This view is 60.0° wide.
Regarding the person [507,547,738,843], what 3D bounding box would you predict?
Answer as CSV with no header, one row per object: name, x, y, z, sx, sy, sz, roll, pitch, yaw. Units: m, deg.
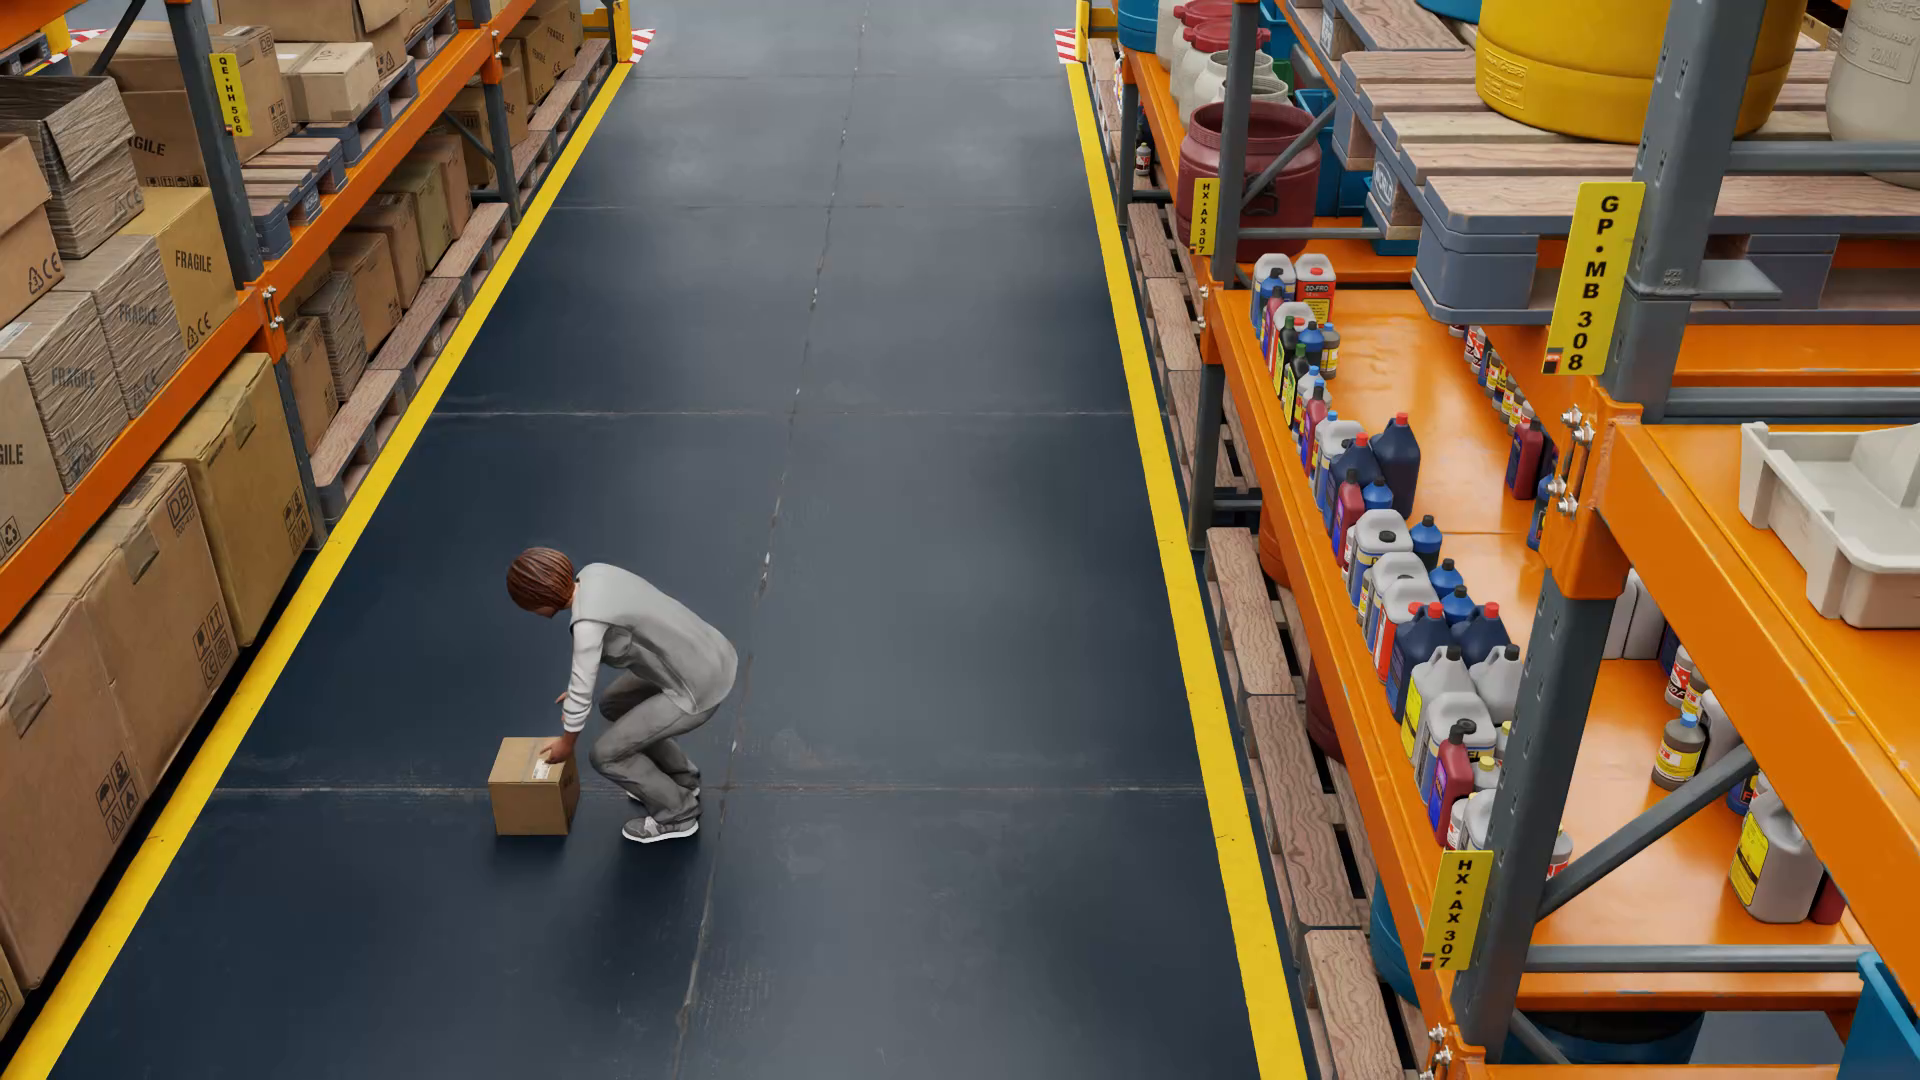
person,-1.126,0.526,5.721,0.725,1.158,0.461,0,32,0
